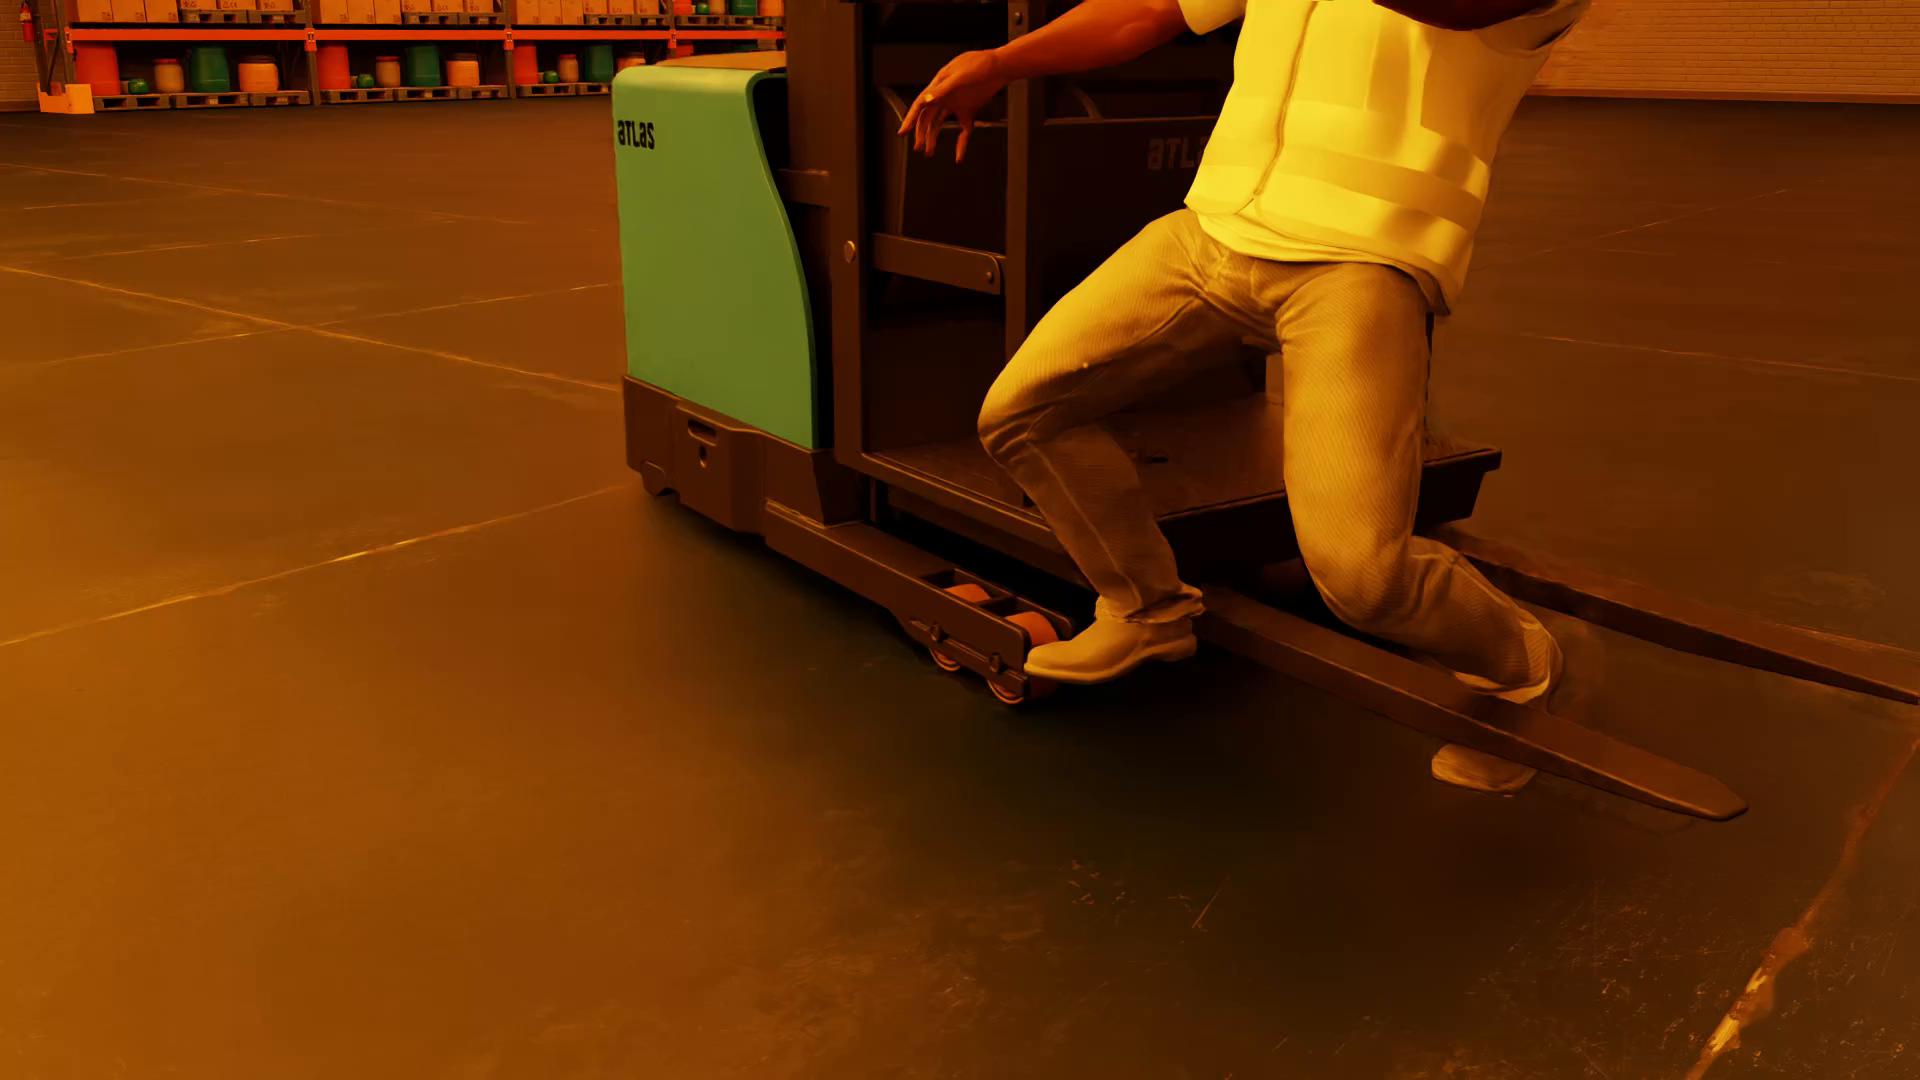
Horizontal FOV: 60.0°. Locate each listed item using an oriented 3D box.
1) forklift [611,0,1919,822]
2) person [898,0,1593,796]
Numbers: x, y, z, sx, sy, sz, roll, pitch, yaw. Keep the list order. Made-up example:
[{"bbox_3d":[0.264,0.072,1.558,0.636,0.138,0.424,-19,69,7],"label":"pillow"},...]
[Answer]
[{"bbox_3d":[0.368,-1.265,3.064,1.130,2.935,3.031,-11,20,-32],"label":"forklift"},{"bbox_3d":[0.368,-0.431,2.370,0.822,1.565,0.958,-14,22,-38],"label":"person"}]
